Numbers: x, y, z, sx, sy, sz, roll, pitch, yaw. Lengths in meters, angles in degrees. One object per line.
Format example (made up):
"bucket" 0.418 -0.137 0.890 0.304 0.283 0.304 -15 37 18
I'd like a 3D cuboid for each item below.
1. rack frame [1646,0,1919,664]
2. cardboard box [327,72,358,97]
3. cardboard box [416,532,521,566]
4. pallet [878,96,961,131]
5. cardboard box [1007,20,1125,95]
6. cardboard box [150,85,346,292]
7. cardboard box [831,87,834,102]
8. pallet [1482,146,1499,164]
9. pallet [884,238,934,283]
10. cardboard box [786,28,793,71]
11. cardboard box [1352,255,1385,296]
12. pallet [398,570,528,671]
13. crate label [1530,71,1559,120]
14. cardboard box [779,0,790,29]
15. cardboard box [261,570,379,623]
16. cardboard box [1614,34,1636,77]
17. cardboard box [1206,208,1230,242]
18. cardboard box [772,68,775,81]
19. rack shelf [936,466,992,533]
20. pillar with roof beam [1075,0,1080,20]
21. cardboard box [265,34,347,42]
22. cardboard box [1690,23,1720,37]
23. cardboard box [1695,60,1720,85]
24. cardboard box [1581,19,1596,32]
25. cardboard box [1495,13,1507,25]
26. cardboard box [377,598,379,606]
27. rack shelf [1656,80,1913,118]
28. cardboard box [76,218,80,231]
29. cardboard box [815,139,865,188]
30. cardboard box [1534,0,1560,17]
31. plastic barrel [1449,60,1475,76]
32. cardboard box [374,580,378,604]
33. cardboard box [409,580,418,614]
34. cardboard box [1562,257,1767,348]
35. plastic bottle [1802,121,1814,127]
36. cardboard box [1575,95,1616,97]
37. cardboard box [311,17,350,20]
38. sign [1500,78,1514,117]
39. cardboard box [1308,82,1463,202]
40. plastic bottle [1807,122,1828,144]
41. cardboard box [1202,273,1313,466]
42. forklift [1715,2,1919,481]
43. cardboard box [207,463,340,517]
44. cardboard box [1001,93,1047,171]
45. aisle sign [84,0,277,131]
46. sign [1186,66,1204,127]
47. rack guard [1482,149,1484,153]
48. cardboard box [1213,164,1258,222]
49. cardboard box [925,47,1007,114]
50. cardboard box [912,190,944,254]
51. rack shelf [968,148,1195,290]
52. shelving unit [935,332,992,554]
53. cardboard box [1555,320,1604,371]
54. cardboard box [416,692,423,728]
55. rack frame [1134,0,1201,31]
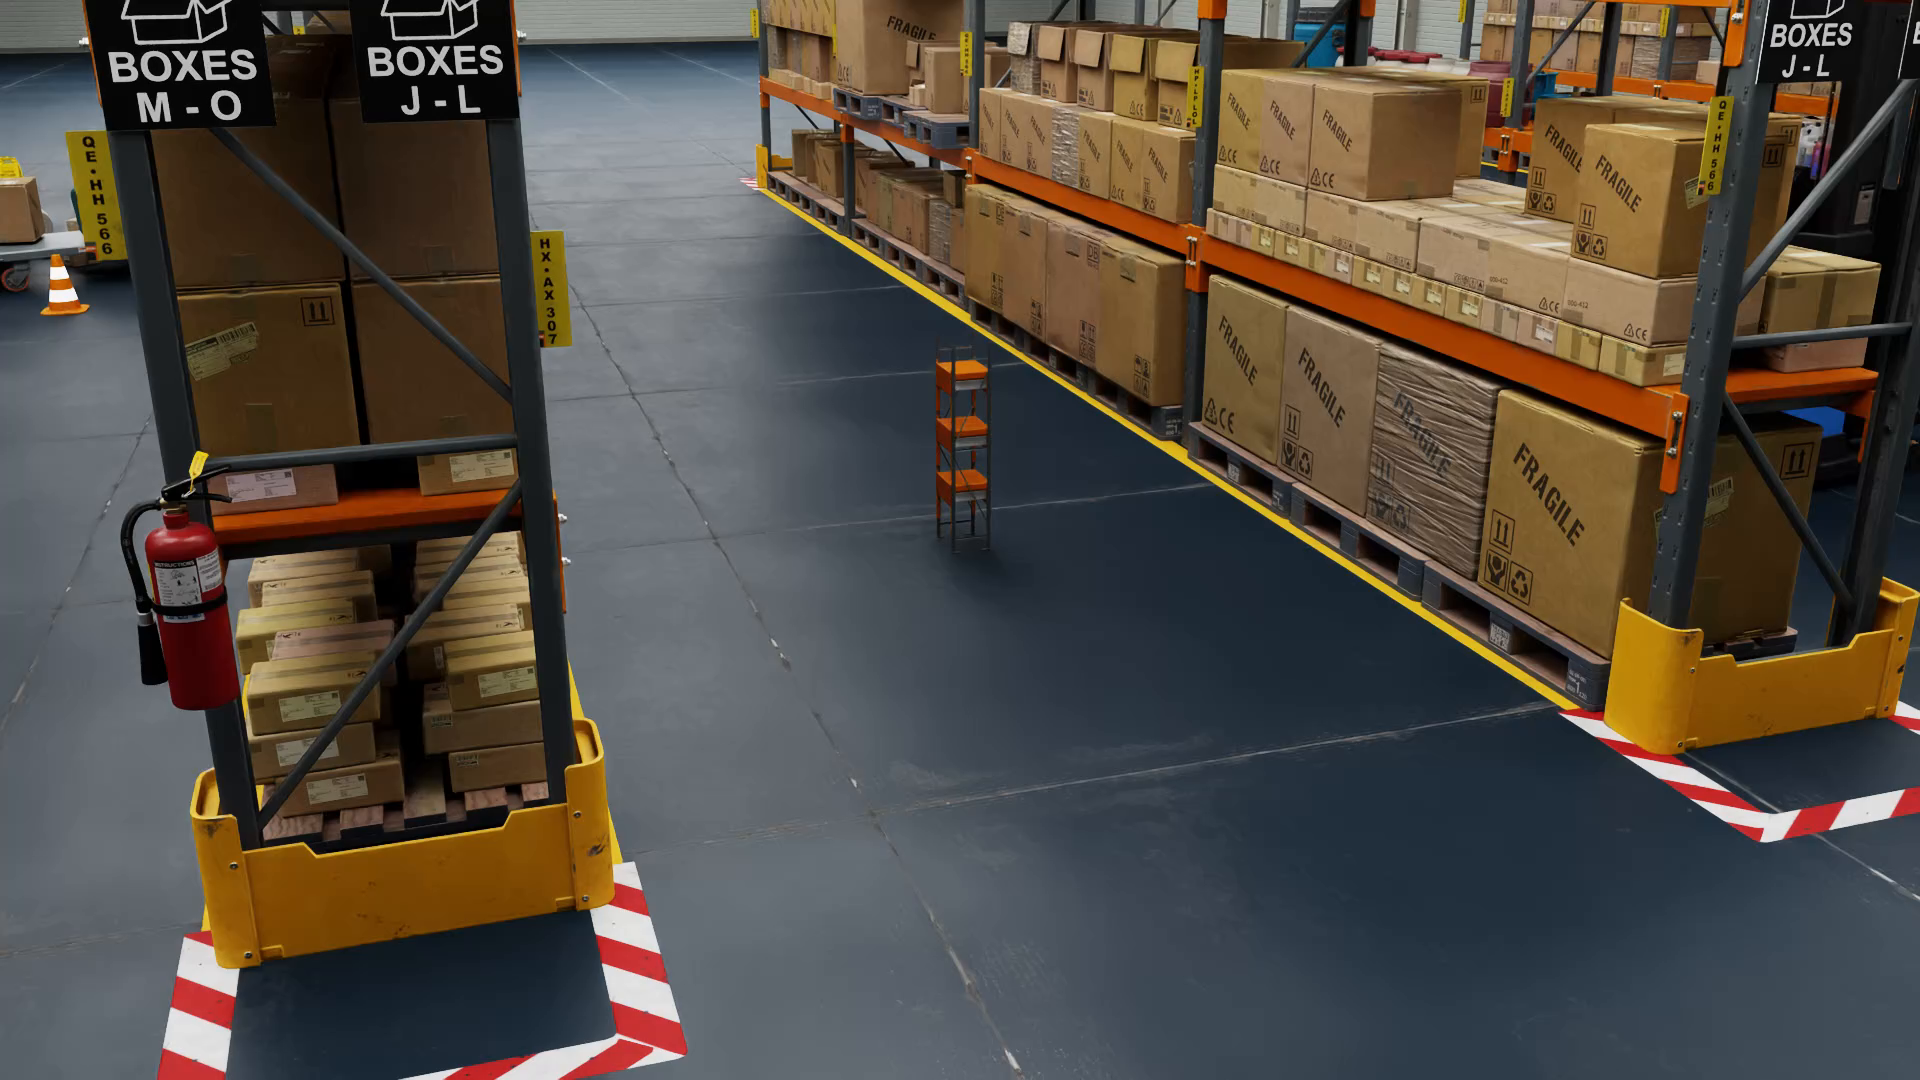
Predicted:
"rack frame" 3.078 -0.729 6.009 1.000 3.000 0.127 -6 21 -17
"cardboard box" -1.716 -1.226 5.325 0.500 0.500 0.500 -6 21 -16
"cardboard box" -1.898 0.094 6.433 0.380 0.149 0.250 -6 20 -15
"pallet" -0.098 -3.837 14.946 1.003 0.211 1.213 -6 21 -17
"cardboard box" 0.778 -3.579 12.312 0.797 0.503 0.637 -6 21 -15
"cardboard box" -2.042 -1.013 4.731 0.500 0.500 0.500 -7 21 -18
"cardboard box" -1.110 -4.581 17.104 0.380 0.149 0.250 -6 21 -17
"pallet" 7.735 -5.362 23.032 1.003 0.211 1.213 -6 21 -17
"pallet" -0.060 -2.626 15.415 1.003 0.211 1.213 -6 21 -17
"cardboard box" -1.533 -5.724 19.326 0.875 0.500 0.500 -6 21 -17
"cardboard box" 2.089 -1.264 7.870 0.380 0.149 0.250 -7 21 -19
"pallet" -2.288 0.398 6.996 1.003 0.211 1.213 -6 21 -17
"crate label" 5.210 -4.187 15.583 0.502 0.435 0.616 -6 21 -17
"cardboard box" -1.728 -5.994 18.601 0.500 0.500 0.500 -6 21 -17
"cardboard box" -2.317 0.240 6.026 0.380 0.149 0.250 -7 21 -19
"cardboard box" 8.394 -5.989 20.504 0.700 0.500 0.500 -7 21 -18
"cardboard box" 1.598 -1.764 9.263 0.380 0.149 0.250 -6 21 -17
"cardboard box" -2.027 -5.546 19.792 0.380 0.149 0.250 -6 21 -17
"rack shelf" 0.017 -0.205 8.289 0.215 0.259 0.240 -6 21 -17
"pillar with roof beam" -0.319 -19.303 48.846 9.100 9.000 0.400 -6 21 -17
"cardboard box" -3.009 -2.005 7.495 0.500 0.500 0.500 -6 21 -16
"cardboard box" 8.811 -6.091 19.828 0.380 0.149 0.250 -6 21 -17
"cardboard box" 8.908 -5.407 19.256 0.500 0.250 0.500 -5 20 -14
"cardboard box" 8.025 -6.456 20.845 0.380 0.149 0.250 -6 21 -16
"cardboard box" 7.459 -7.034 22.455 0.380 0.149 0.250 -7 21 -19
"cardboard box" -2.500 0.354 6.589 0.380 0.149 0.250 -6 21 -16
"rack shelf" 9.340 -4.651 17.992 1.077 0.370 4.000 -6 21 -17
"cardboard box" -8.101 -3.106 16.118 0.797 0.637 0.503 -6 21 -17
"cardboard box" -1.371 -4.292 19.004 0.500 0.500 0.500 -4 20 -12
"cardboard box" 7.935 -7.075 21.608 0.700 0.500 0.500 -6 21 -17
"plastic barrel" 4.739 -4.183 15.459 0.421 0.512 0.421 0 20 0
"cardboard box" -2.502 0.215 6.537 0.380 0.149 0.250 -5 20 -14
"cardboard box" -1.928 0.242 6.461 0.380 0.149 0.250 -7 21 -20
"cardboard box" 2.674 -0.926 6.339 0.500 0.250 0.500 -7 21 -18
"plastic bottle" 6.375 -3.041 12.630 0.152 0.276 0.135 -6 21 -17
"cardboard box" 8.390 -5.551 21.771 0.500 0.500 0.500 -6 21 -17
"cardboard box" -4.632 -3.791 12.907 0.700 0.500 0.500 -7 21 -18
"sign" 4.745 -3.839 14.425 0.100 0.325 0.005 -6 21 -17
"cardboard box" 2.044 -1.929 8.022 0.500 0.500 0.500 -7 21 -19
"plastic bottle" 6.060 -2.791 11.823 0.144 0.351 0.185 -6 21 -17
"cardboard box" 1.952 -0.990 9.258 0.875 0.875 0.875 -6 21 -17
"forklift" 4.982 -1.900 9.370 3.031 2.935 1.130 -11 23 -28
"cardboard box" -2.033 -0.191 4.882 0.380 0.149 0.250 -6 21 -17
"cardboard box" 0.622 -2.993 12.165 0.500 0.500 0.500 -7 21 -19
"aisle sign" -1.924 -1.403 4.039 0.394 0.787 0.004 -6 21 -17
"sign" 1.309 -2.460 9.231 0.100 0.325 0.005 -6 21 -17
"rack guard" 7.447 -5.746 23.675 1.175 0.500 0.348 -6 21 -17
"cardboard box" 1.720 -1.904 9.061 0.500 0.250 0.500 -7 21 -18
"cardboard box" 0.085 -3.879 14.009 0.700 0.500 0.500 -3 20 -9
"cardboard box" -0.037 -2.898 15.094 0.700 0.500 0.500 -5 20 -13
"rack shelf" 1.192 -2.316 11.491 1.077 0.370 4.000 -6 21 -17
"shelving unit" 0.017 -0.477 8.191 0.215 1.050 0.252 -6 21 -17
"cardboard box" 2.570 -0.773 6.504 0.380 0.149 0.250 -6 21 -17
"cardboard box" -1.768 0.553 6.035 0.380 0.149 0.250 -6 21 -17
"rack frame" 2.751 -6.390 21.769 1.000 3.000 0.127 -6 21 -17
